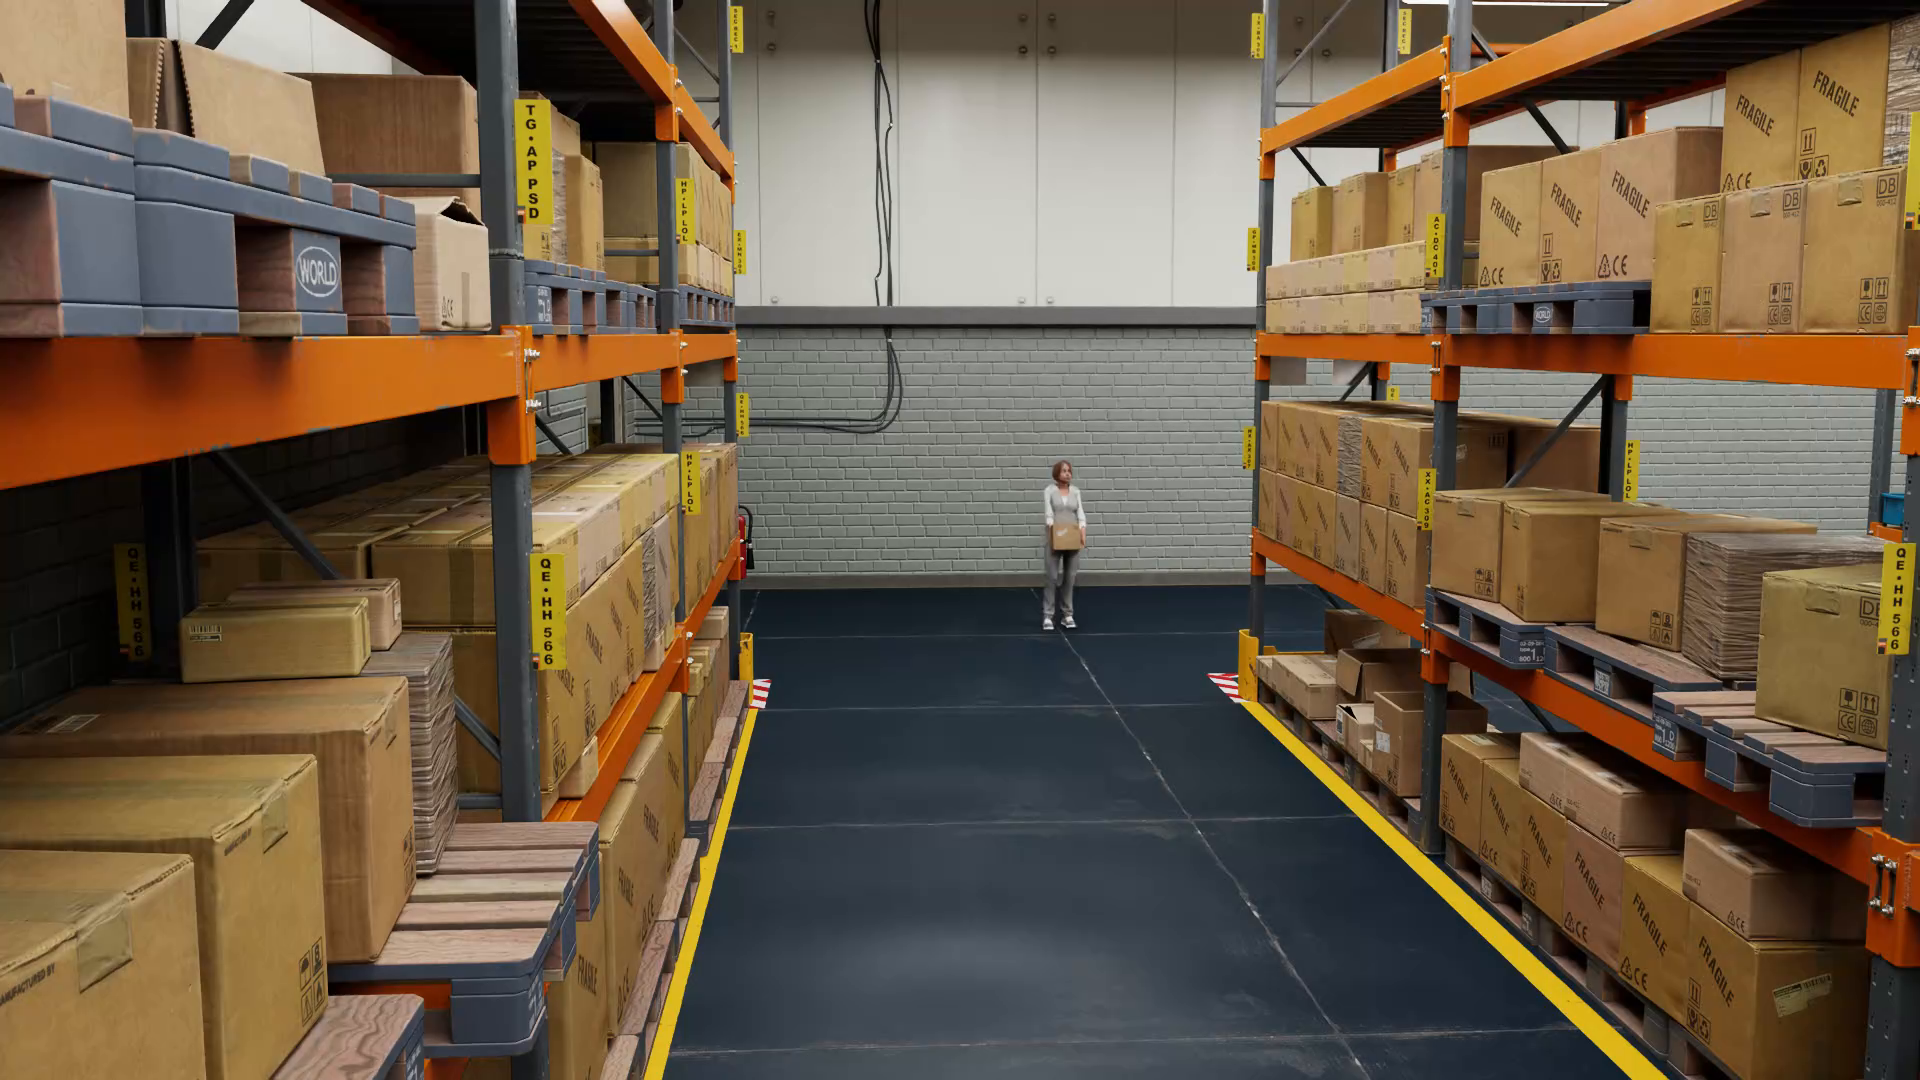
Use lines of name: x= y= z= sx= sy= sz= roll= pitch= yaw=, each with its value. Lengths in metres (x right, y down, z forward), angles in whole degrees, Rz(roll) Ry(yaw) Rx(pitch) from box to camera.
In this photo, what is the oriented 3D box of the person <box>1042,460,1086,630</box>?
person: x=0.987 y=0.047 z=15.892 sx=0.457 sy=1.601 sz=0.458 roll=-2 pitch=7 yaw=-16
